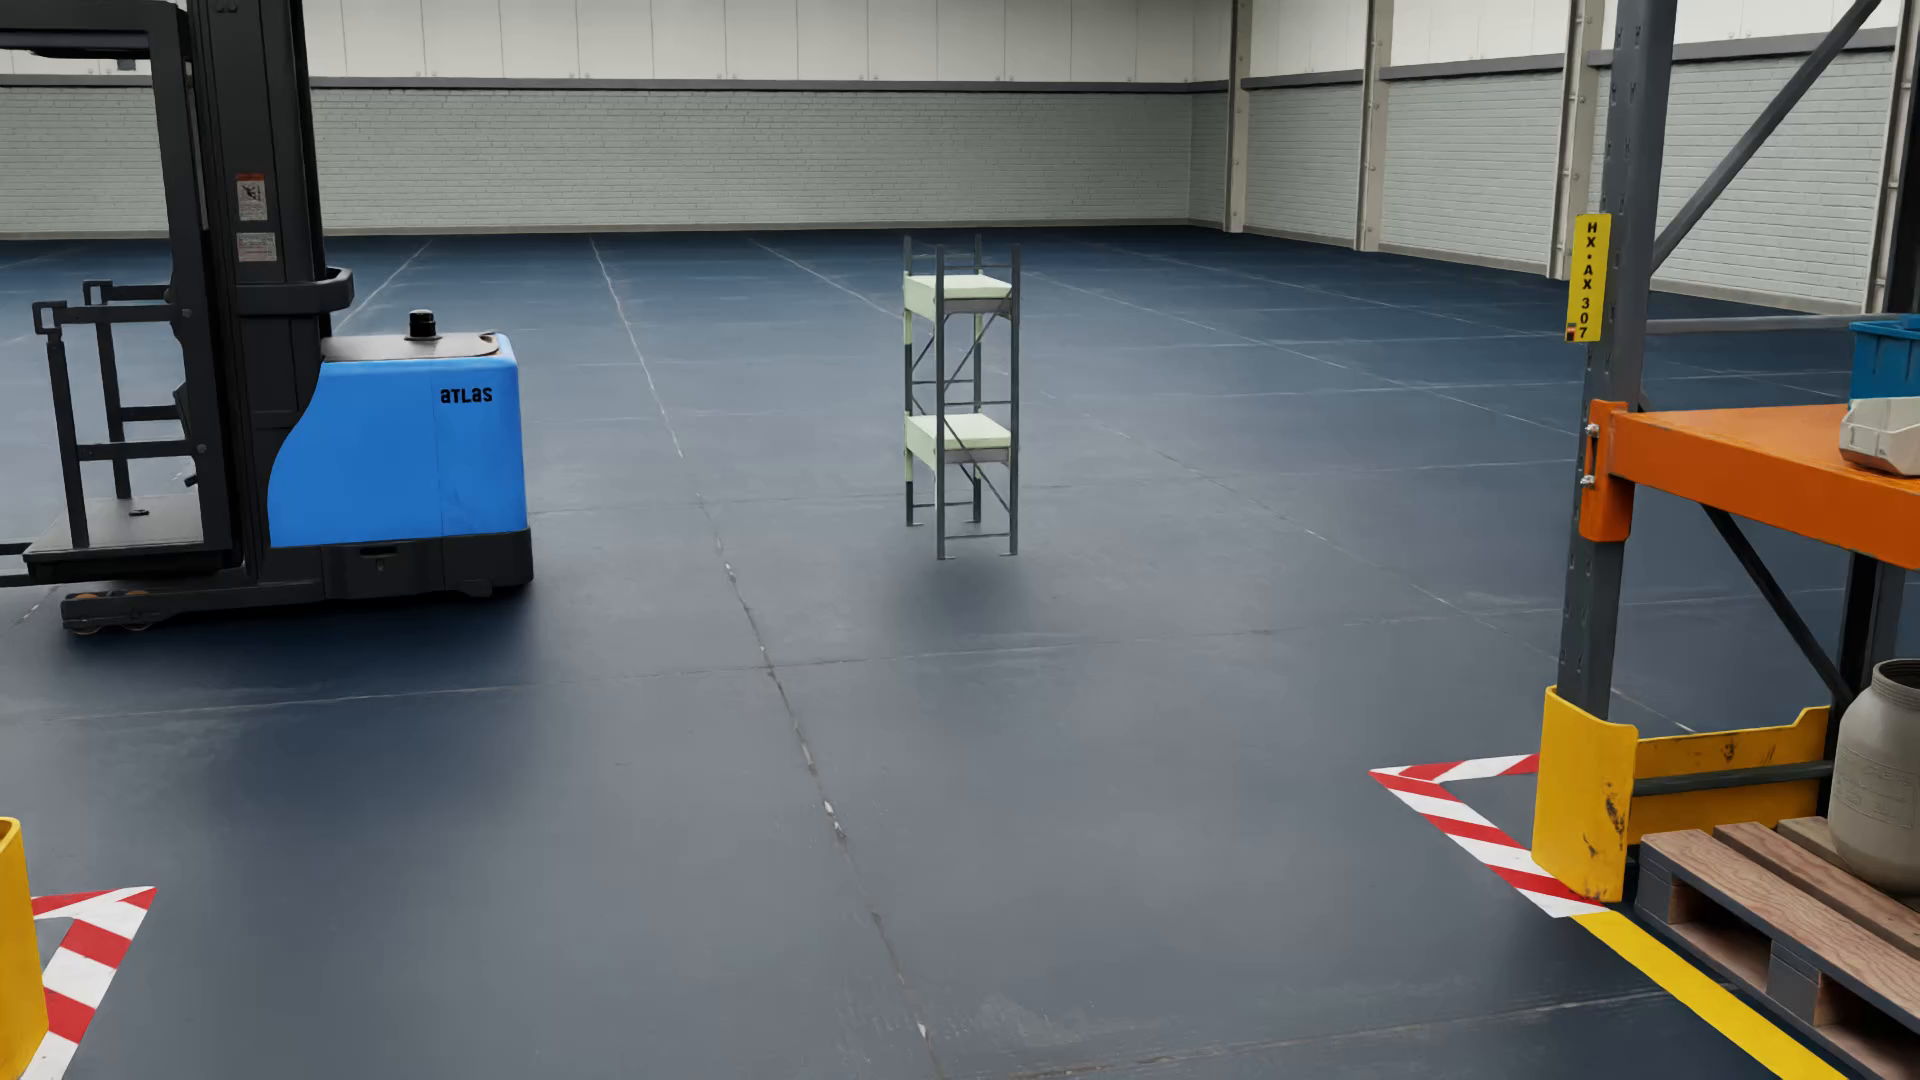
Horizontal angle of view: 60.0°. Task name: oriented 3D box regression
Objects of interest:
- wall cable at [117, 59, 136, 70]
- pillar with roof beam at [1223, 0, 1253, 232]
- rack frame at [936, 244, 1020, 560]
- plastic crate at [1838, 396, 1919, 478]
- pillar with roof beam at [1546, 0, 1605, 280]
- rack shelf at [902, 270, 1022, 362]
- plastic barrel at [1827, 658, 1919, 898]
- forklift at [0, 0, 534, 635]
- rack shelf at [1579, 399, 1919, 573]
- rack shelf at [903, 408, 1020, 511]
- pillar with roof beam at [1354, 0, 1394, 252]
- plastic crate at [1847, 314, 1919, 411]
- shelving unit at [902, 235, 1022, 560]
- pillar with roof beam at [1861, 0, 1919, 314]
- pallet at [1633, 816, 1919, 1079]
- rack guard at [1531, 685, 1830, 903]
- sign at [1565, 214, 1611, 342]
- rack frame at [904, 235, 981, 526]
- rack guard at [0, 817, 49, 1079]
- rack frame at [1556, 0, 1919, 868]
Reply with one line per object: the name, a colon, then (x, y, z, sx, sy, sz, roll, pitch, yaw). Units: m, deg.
wall cable: (-15.050, -12.019, 31.496, 2.305, 6.003, 0.169, -3, 14, -13)
pillar with roof beam: (1.559, -10.604, 32.870, 9.100, 9.000, 0.400, -3, 14, -13)
rack frame: (0.084, -0.646, 7.910, 0.400, 1.500, 0.023, -3, 14, -13)
plastic crate: (2.052, -0.217, 3.552, 0.298, 0.136, 0.250, -3, 14, -13)
pillar with roof beam: (4.378, -7.836, 21.539, 9.100, 9.000, 0.400, -3, 14, -13)
rack shelf: (-0.002, -1.109, 8.163, 0.431, 0.370, 0.720, -3, 14, -13)
plastic barrel: (2.383, 0.582, 4.081, 0.421, 0.512, 0.421, 0, 14, 0)
forklift: (-3.475, -1.174, 7.057, 3.031, 2.935, 1.130, -4, 14, -16)
rack shelf: (2.624, 0.241, 2.636, 1.077, 0.370, 4.000, -3, 14, -13)
rack shelf: (-0.002, -0.413, 8.333, 0.431, 0.370, 0.720, -3, 14, -13)
pillar with roof beam: (2.968, -9.220, 27.204, 9.100, 9.000, 0.400, -3, 14, -13)
plastic crate: (2.563, -0.399, 4.053, 0.499, 0.251, 0.616, -3, 14, -13)
shelving unit: (-0.002, -0.730, 8.255, 0.431, 1.500, 0.755, -3, 14, -13)
pillar with roof beam: (5.787, -6.452, 15.873, 9.100, 9.000, 0.400, -3, 14, -13)
pallet: (2.404, 0.987, 3.941, 1.003, 0.211, 1.213, -3, 14, -13)
rack guard: (2.218, 0.659, 4.675, 1.175, 0.500, 0.348, -3, 14, -13)
sign: (1.619, -0.675, 4.285, 0.100, 0.325, 0.005, -3, 14, -13)
rack frame: (-0.088, -0.815, 8.601, 0.400, 1.500, 0.023, -3, 14, -13)
rack guard: (-2.642, 0.938, 3.535, 1.175, 0.500, 0.348, -3, 14, -13)
rack frame: (2.154, -0.570, 4.440, 1.000, 3.000, 0.127, -3, 14, -13)
